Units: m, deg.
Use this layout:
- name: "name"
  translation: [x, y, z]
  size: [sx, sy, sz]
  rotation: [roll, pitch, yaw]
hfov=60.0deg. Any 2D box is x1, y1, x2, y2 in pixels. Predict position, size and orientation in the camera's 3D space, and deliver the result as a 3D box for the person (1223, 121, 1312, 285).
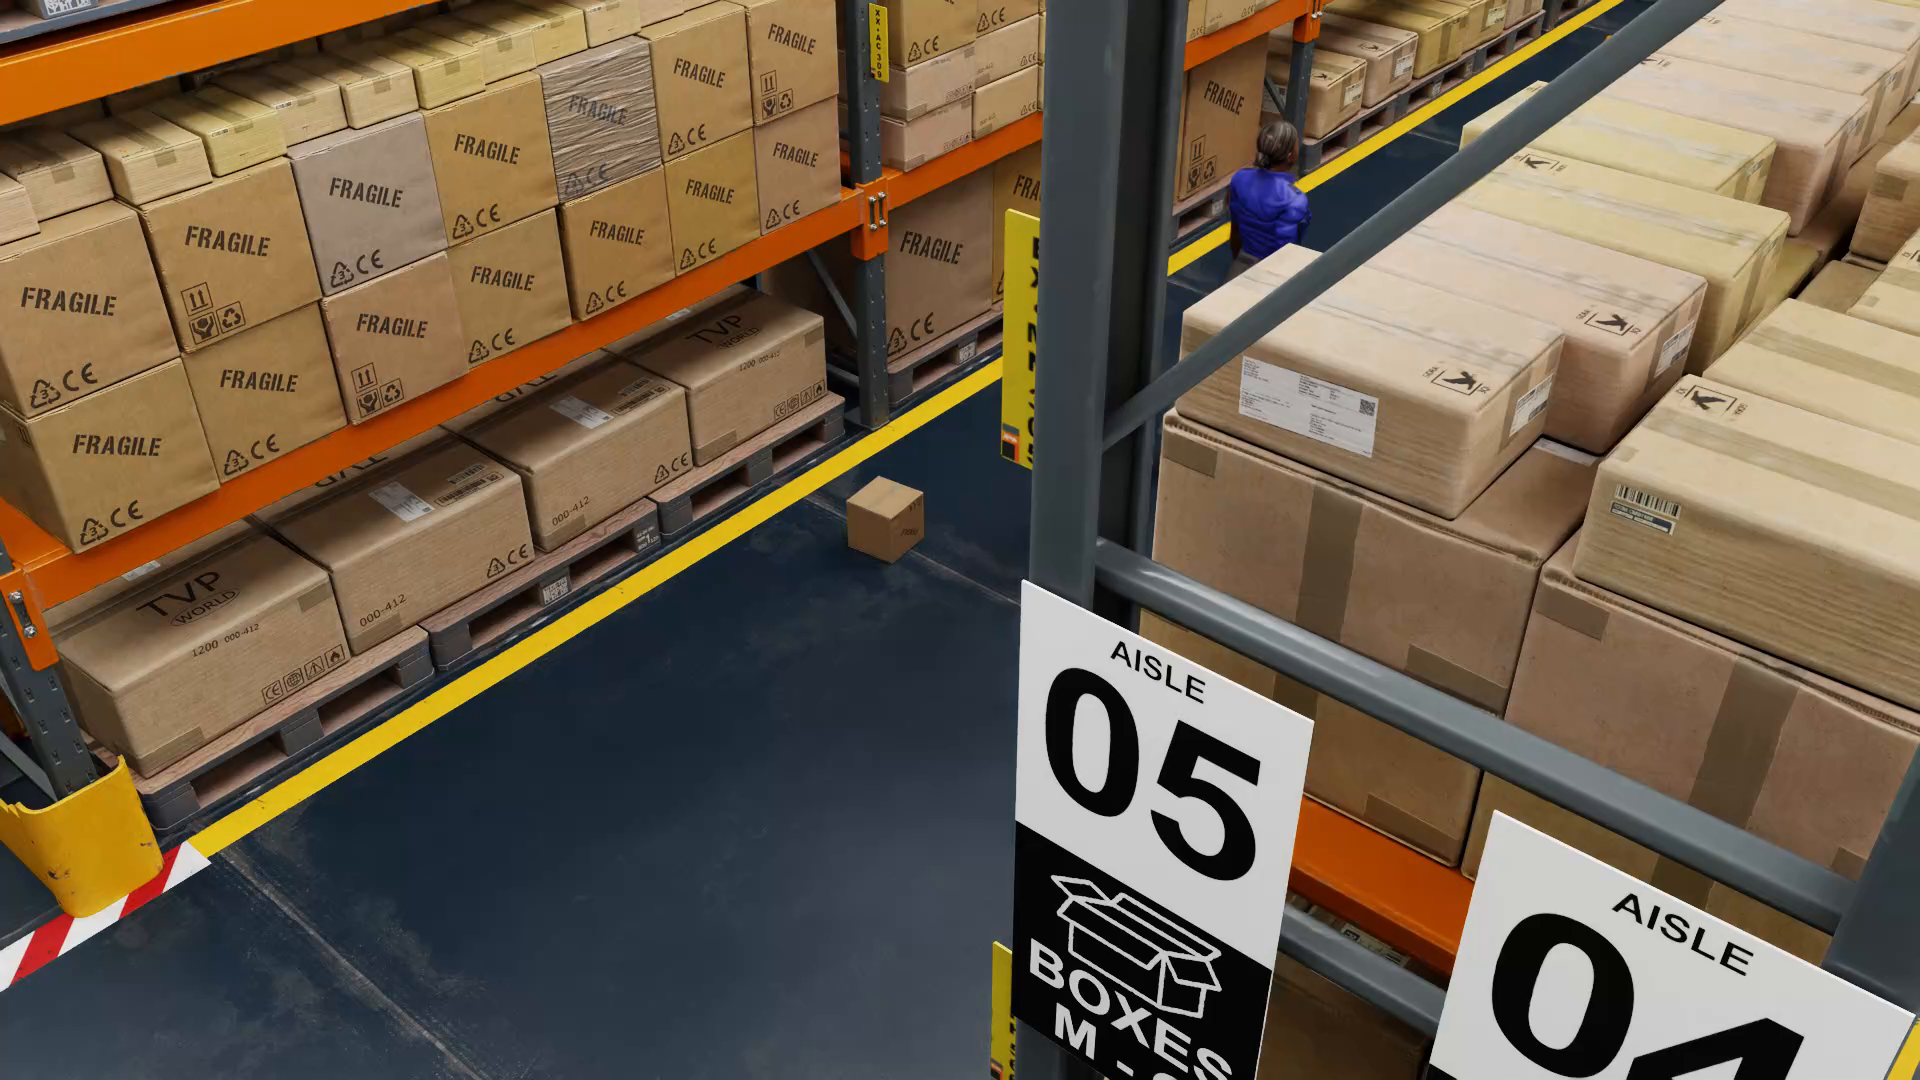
- name: "person"
  translation: [1.387, -1.187, 7.813]
  size: [0.441, 1.611, 0.854]
  rotation: [26, 43, 32]
